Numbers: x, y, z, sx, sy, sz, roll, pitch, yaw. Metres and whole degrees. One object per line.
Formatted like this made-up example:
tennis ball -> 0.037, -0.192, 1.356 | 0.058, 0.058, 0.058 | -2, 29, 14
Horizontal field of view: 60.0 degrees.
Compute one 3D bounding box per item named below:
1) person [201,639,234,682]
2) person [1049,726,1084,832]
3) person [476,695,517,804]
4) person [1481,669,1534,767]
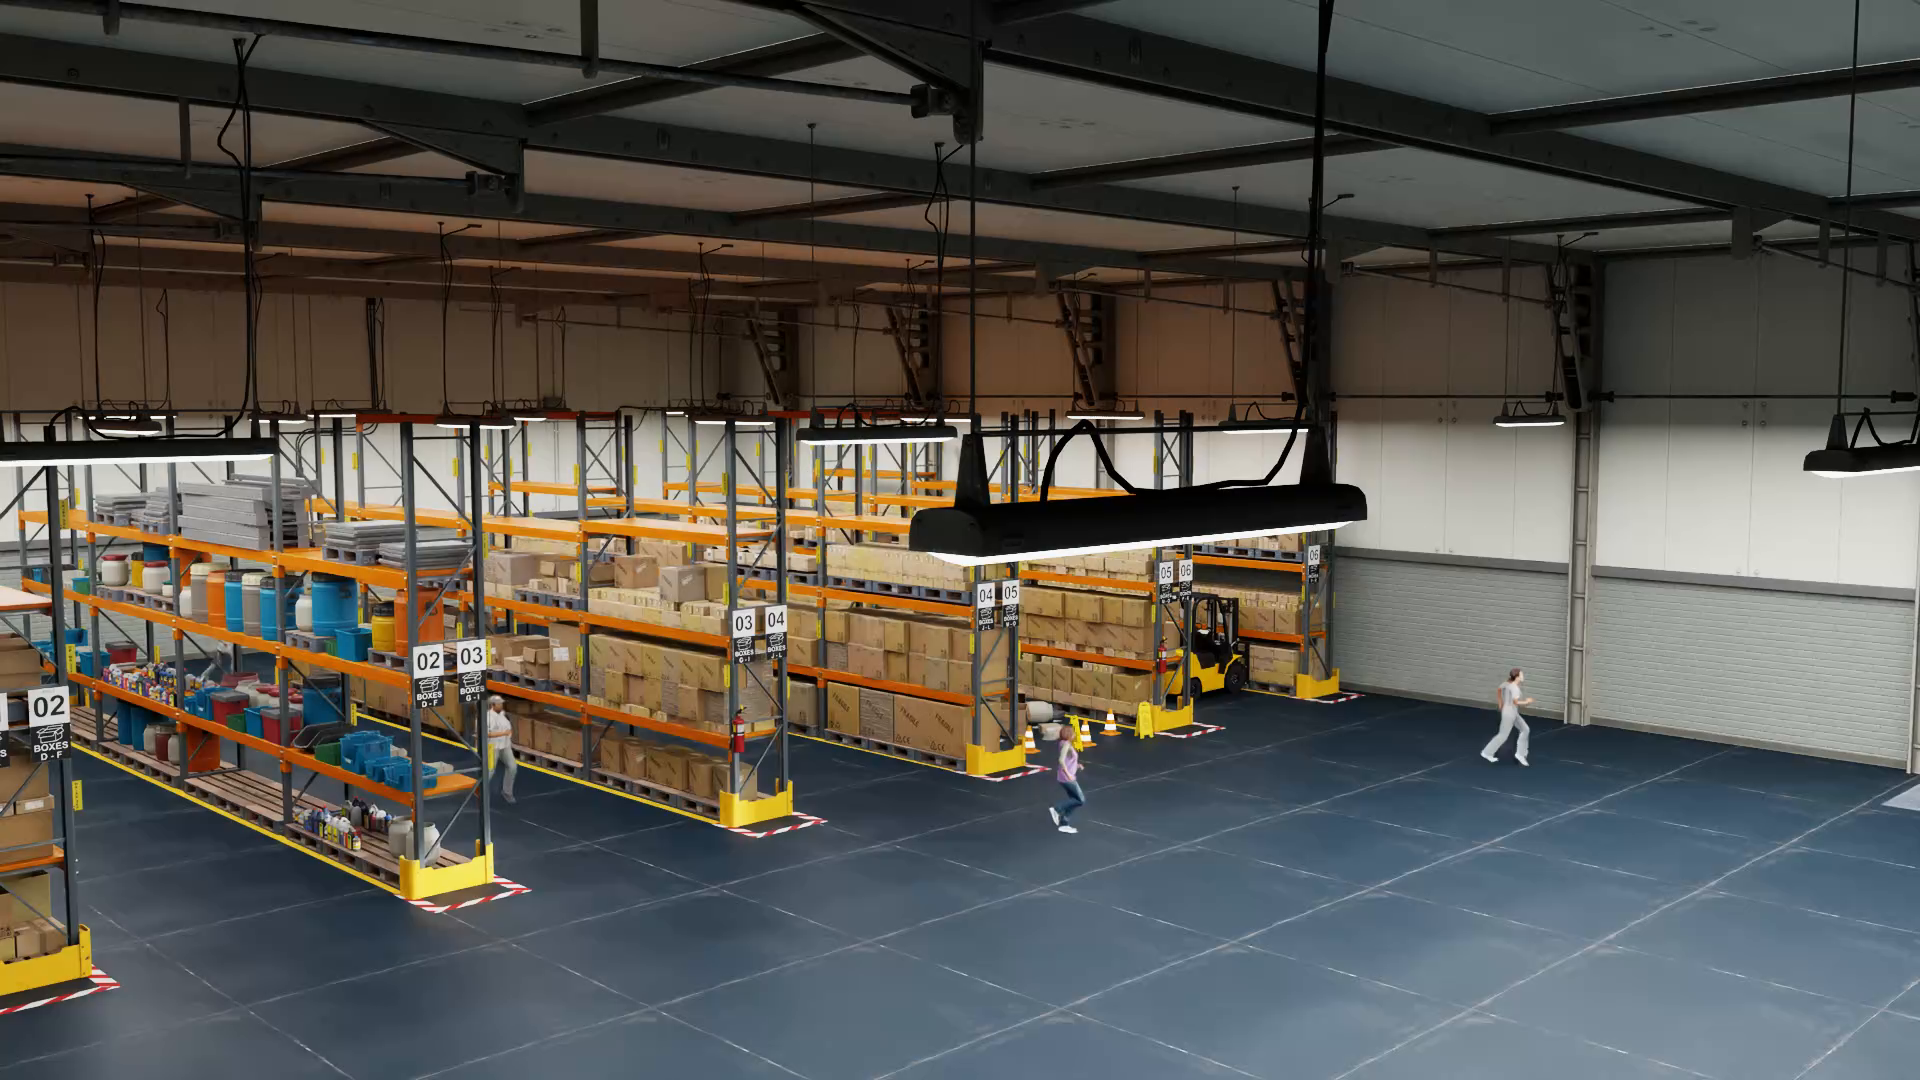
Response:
person -> -16.058, 2.405, 36.185 | 0.930, 1.630, 0.506 | -5, 7, -43
person -> 1.550, 3.477, 24.088 | 0.521, 1.540, 0.588 | 0, 5, -2
person -> -7.200, 3.270, 25.808 | 0.756, 1.741, 0.605 | 2, 6, 27
person -> 9.368, 3.034, 28.472 | 0.836, 1.701, 0.586 | 1, 5, 12
